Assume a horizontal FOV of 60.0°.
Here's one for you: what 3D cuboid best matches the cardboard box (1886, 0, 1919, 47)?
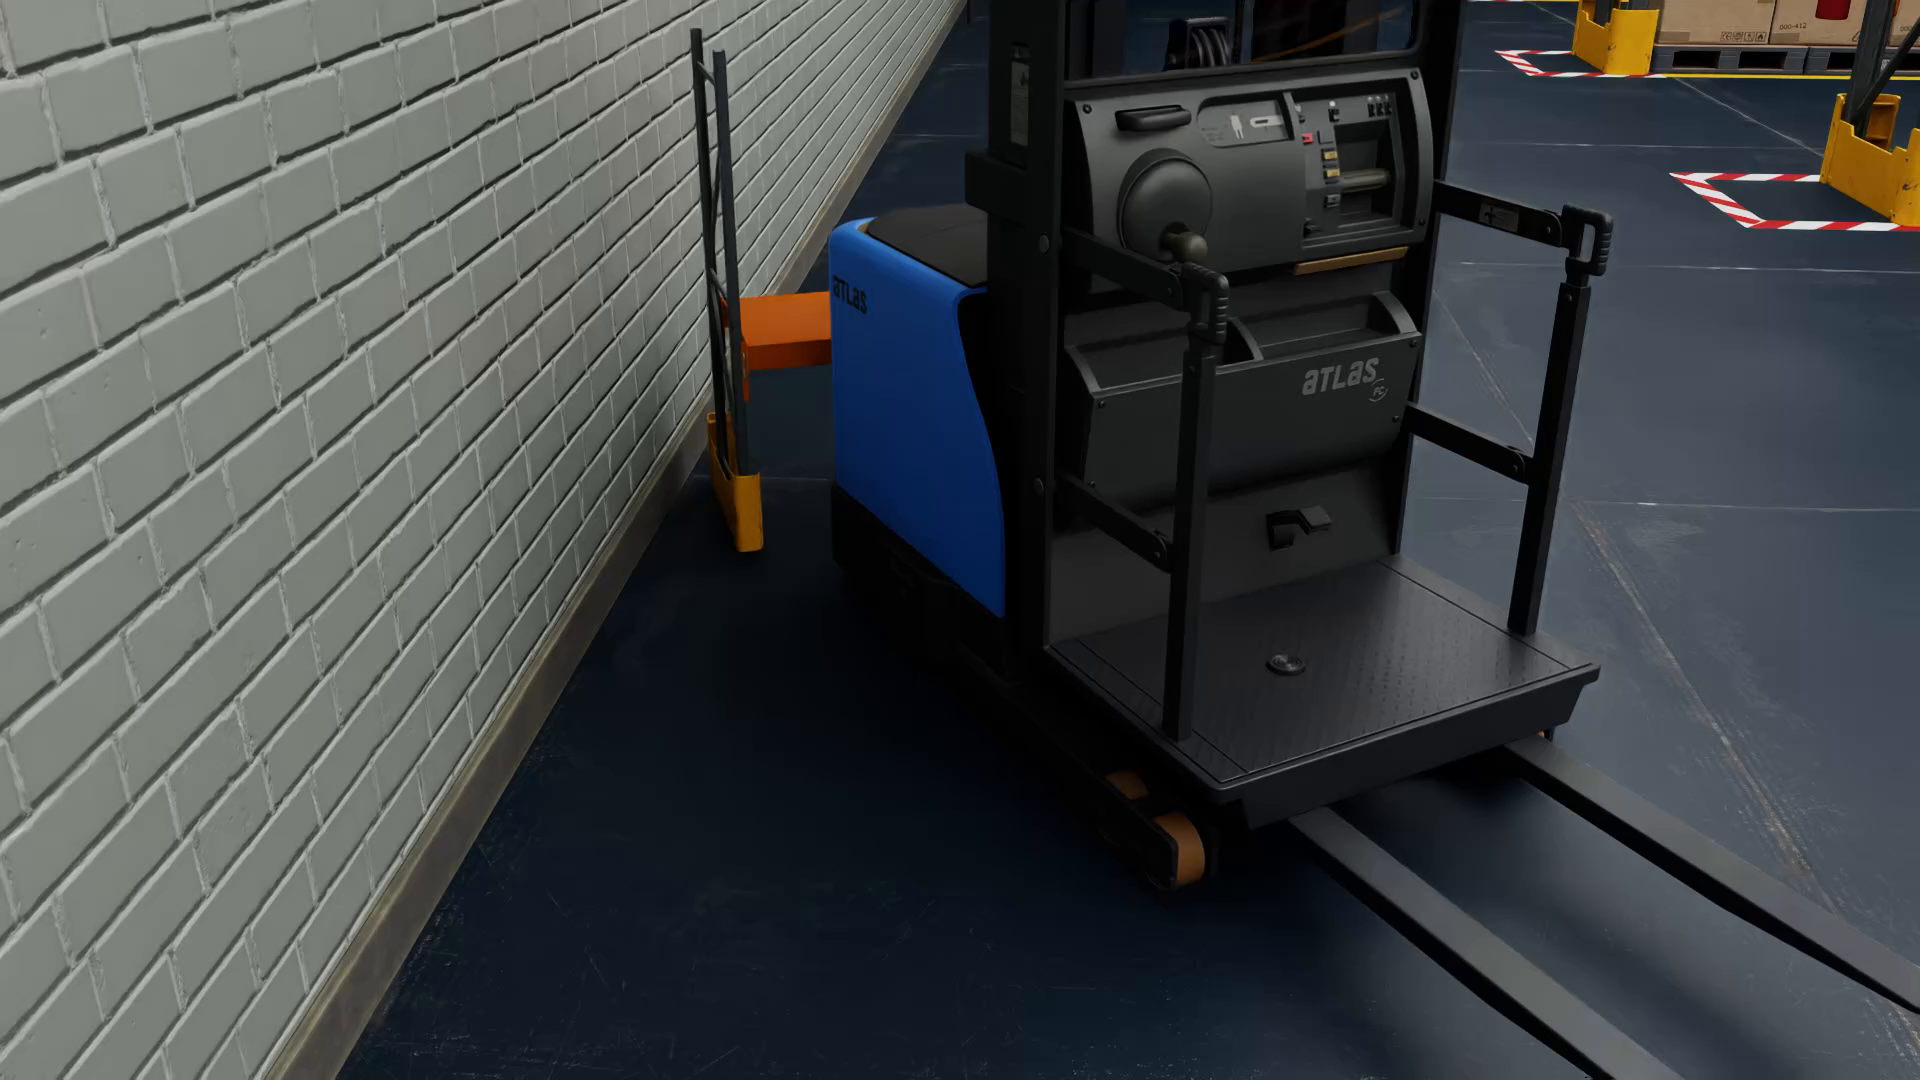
[{"bbox_3d":[7.923,-4.335,13.645,0.875,0.438,0.875,1,25,2],"label":"cardboard box"}]

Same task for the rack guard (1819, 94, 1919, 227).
[{"bbox_3d":[5.242,-2.138,9.299,0.348,0.500,1.175,2,25,4],"label":"rack guard"}]

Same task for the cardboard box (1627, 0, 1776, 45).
[{"bbox_3d":[6.111,-4.390,13.765,0.875,0.438,0.875,1,25,2],"label":"cardboard box"}]

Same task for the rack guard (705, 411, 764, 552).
[{"bbox_3d":[-0.732,-0.198,5.381,0.087,0.250,0.587,-7,26,-15],"label":"rack guard"}]

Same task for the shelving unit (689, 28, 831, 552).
[{"bbox_3d":[-0.255,-0.826,5.250,1.083,1.500,0.587,-7,26,-15],"label":"shelving unit"}]

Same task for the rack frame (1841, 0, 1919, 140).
[{"bbox_3d":[5.167,-3.276,8.782,0.127,3.000,1.000,2,25,4],"label":"rack frame"}]

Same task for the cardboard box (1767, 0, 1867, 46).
[{"bbox_3d":[7.024,-4.364,13.709,0.875,0.438,0.875,2,25,5],"label":"cardboard box"}]

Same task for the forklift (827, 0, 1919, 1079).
[{"bbox_3d":[0.758,-0.793,3.466,1.130,2.935,3.031,-13,28,-26],"label":"forklift"}]

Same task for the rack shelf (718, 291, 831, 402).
[{"bbox_3d":[-0.247,-0.663,5.328,1.000,0.185,0.538,-7,26,-15],"label":"rack shelf"}]

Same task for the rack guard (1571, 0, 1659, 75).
[{"bbox_3d":[5.421,-4.208,13.797,0.348,0.500,1.175,2,25,4],"label":"rack guard"}]

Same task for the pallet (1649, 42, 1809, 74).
[{"bbox_3d":[6.248,-4.083,13.871,1.213,0.211,1.003,2,25,4],"label":"pallet"}]

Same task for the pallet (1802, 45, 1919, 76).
[{"bbox_3d":[7.461,-4.043,13.783,1.213,0.211,1.003,2,25,4],"label":"pallet"}]

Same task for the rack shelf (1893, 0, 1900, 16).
[{"bbox_3d":[7.161,-2.886,8.793,4.000,0.370,1.077,2,25,4],"label":"rack shelf"}]

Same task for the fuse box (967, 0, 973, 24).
[{"bbox_3d":[0.127,-5.799,15.805,0.414,1.711,0.539,2,25,4],"label":"fuse box"}]

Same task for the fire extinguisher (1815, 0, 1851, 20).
[{"bbox_3d":[4.951,-3.272,9.312,0.183,0.674,0.296,2,25,4],"label":"fire extinguisher"}]

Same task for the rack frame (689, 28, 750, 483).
[{"bbox_3d":[-0.733,-0.766,5.120,0.032,1.500,0.500,-7,26,-15],"label":"rack frame"}]

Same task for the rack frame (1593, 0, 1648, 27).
[{"bbox_3d":[5.445,-5.343,13.273,0.127,3.000,1.000,2,25,4],"label":"rack frame"}]
